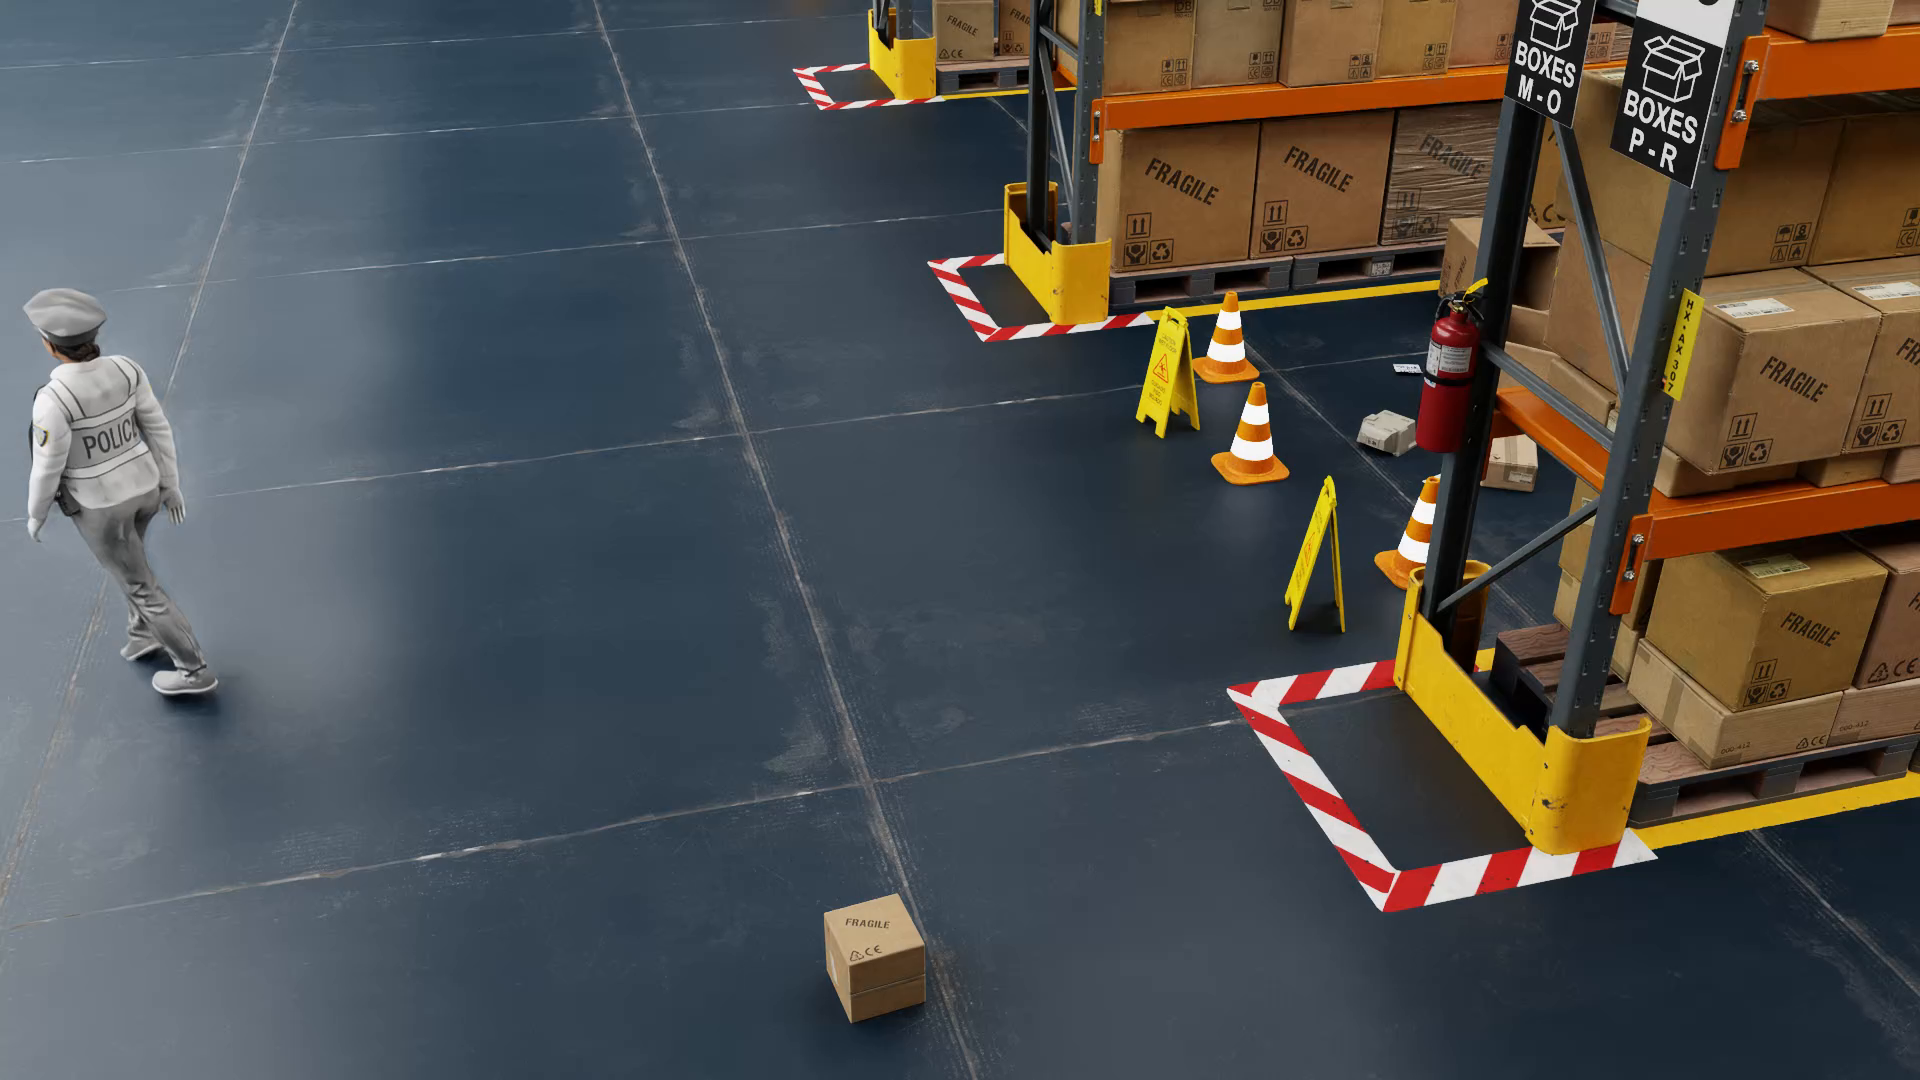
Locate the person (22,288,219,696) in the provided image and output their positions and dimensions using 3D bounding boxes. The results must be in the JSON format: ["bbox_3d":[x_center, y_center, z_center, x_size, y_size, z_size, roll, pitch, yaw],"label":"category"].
[{"bbox_3d":[-3.273,-0.133,6.357,0.649,1.744,0.502,12,32,19],"label":"person"}]
